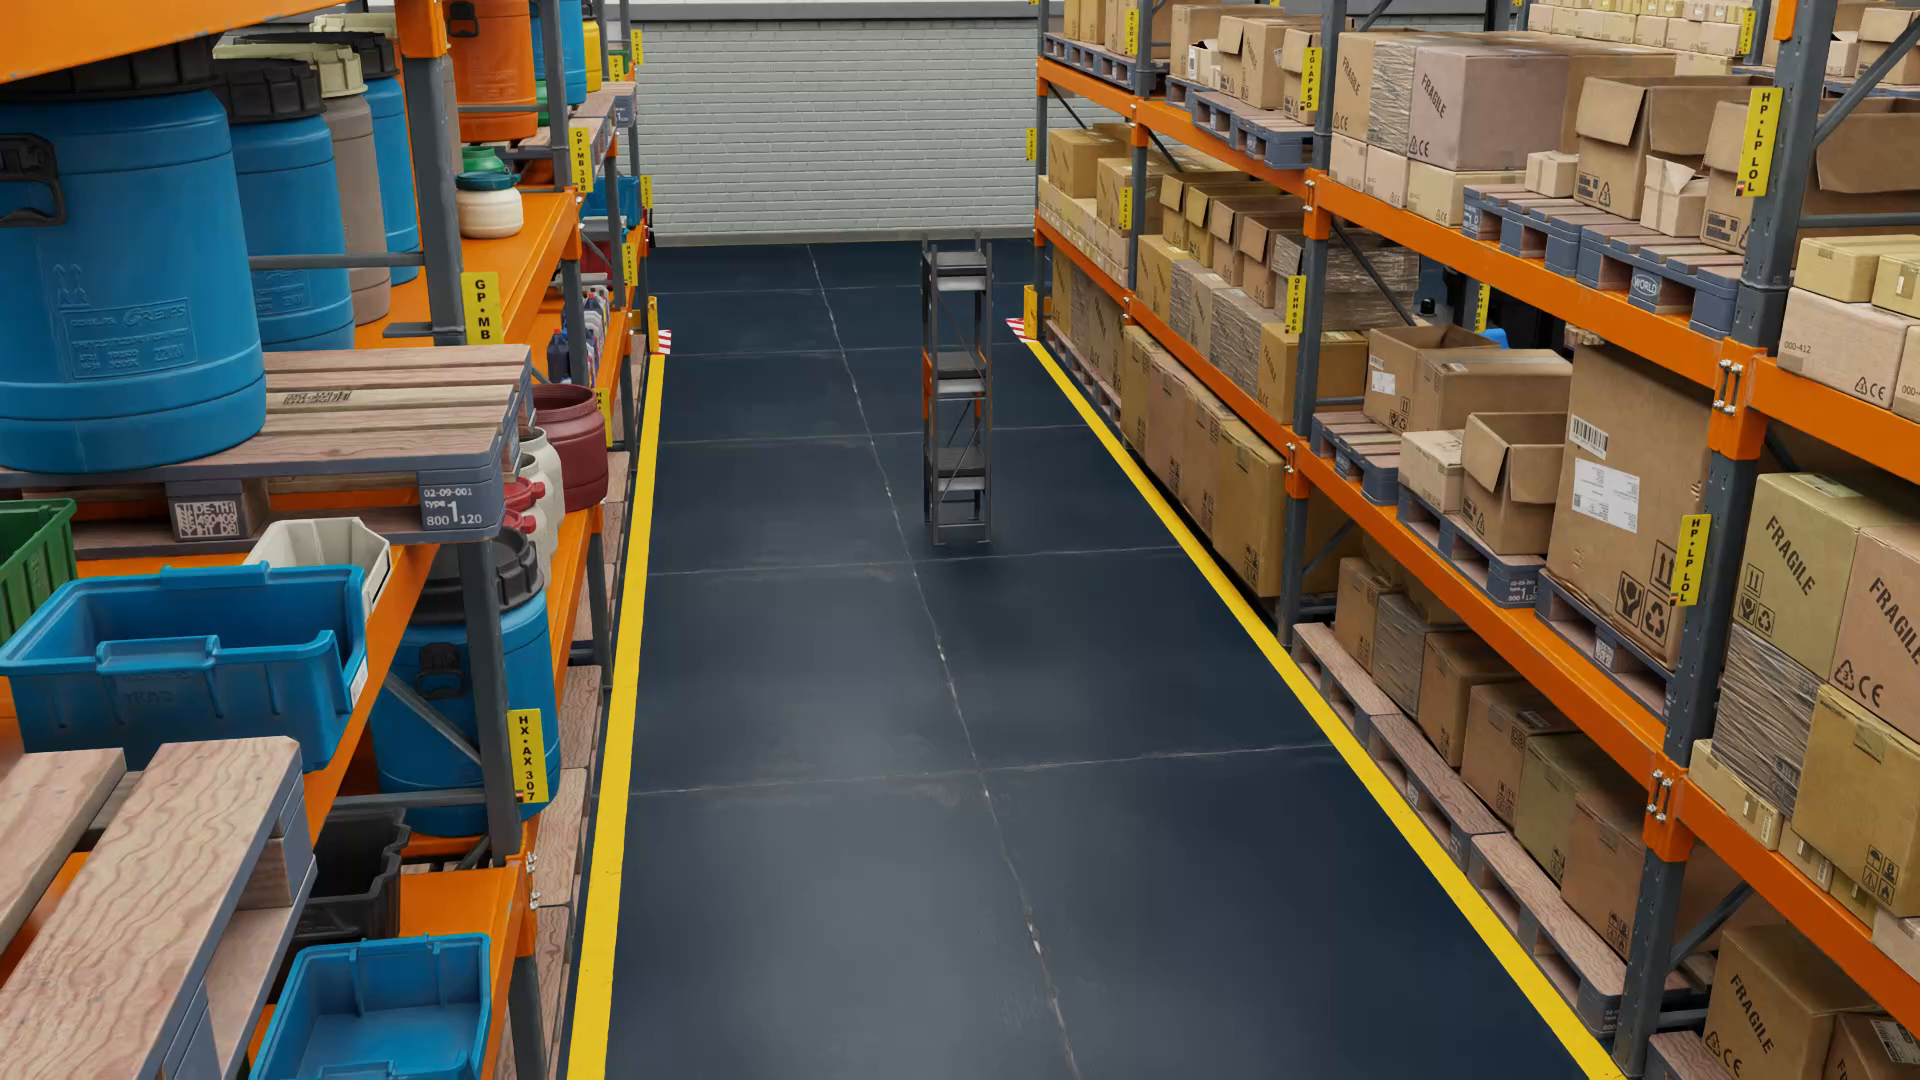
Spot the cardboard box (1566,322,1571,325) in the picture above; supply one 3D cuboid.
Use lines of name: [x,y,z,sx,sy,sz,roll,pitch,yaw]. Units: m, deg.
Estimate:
cardboard box: [6.173,-2.101,16.528,0.380,0.149,0.250,-3,21,-8]

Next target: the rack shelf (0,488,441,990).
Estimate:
rack shelf: [-1.612,0.457,2.946,1.077,0.370,4.000,-3,21,-8]

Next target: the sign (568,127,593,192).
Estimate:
sign: [-1.934,-1.938,8.481,0.100,0.325,0.005,-3,21,-8]

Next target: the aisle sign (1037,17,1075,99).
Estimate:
aisle sign: [0.964,-4.799,16.563,0.394,0.787,0.004,-3,21,-8]

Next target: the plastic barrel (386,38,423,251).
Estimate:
plastic barrel: [-2.479,-1.637,6.910,0.600,0.830,0.708,-3,21,-8]

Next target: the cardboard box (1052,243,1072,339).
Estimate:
cardboard box: [1.442,-2.556,16.708,0.875,0.875,0.875,-3,21,-8]

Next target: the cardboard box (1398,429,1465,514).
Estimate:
cardboard box: [2.438,-0.336,7.944,0.500,0.250,0.500,-4,21,-9]

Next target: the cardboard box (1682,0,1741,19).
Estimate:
cardboard box: [6.409,-4.523,14.181,0.380,0.149,0.250,-2,21,-6]

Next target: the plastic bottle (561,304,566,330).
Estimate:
plastic bottle: [-2.713,-1.541,11.625,0.144,0.351,0.185,-3,21,-8]

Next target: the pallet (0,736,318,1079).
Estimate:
pallet: [-1.346,0.610,1.779,1.003,0.211,1.213,-3,21,-8]

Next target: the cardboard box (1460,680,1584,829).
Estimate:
cardboard box: [2.802,0.975,7.764,0.700,0.500,0.500,-5,21,-12]

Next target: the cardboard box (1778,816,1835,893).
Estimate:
cardboard box: [2.821,0.963,5.210,0.380,0.149,0.250,-3,21,-8]

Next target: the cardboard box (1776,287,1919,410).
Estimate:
cardboard box: [2.812,-0.583,4.918,0.500,0.250,0.500,-4,21,-10]

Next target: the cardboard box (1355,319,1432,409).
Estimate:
cardboard box: [2.623,-1.031,10.046,0.500,0.500,0.500,-2,21,-6]

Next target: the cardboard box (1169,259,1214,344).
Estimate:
cardboard box: [1.812,-1.714,11.876,0.500,0.500,0.500,-3,21,-9]

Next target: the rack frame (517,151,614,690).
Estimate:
rack frame: [-2.477,-0.552,8.907,1.000,3.000,0.127,-3,21,-8]

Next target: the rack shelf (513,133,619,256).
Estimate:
rack shelf: [-2.765,-2.313,10.362,1.077,0.370,4.000,-3,21,-8]

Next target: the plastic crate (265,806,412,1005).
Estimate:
plastic crate: [-1.951,1.050,4.707,0.767,0.338,0.504,-3,21,-8]

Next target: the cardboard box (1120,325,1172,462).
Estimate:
cardboard box: [1.960,-1.168,12.992,1.225,0.875,0.875,-3,21,-8]

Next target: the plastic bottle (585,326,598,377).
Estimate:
plastic bottle: [-2.439,-1.231,10.795,0.144,0.351,0.185,-3,21,-8]

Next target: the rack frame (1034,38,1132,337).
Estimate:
rack frame: [1.271,-3.572,16.992,1.000,3.000,0.127,-3,21,-8]

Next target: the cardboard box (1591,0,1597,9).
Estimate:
cardboard box: [6.177,-5.064,15.631,0.380,0.149,0.250,-2,21,-6]

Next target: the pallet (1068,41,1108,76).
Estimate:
pallet: [1.567,-4.256,14.663,1.003,0.211,1.213,-3,21,-8]

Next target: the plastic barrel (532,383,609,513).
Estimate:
plastic barrel: [-2.110,-0.470,8.494,0.600,0.536,0.708,-3,21,-8]

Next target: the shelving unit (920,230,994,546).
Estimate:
shelving unit: [-0.024,-1.041,11.502,0.431,2.100,0.503,-3,21,-8]

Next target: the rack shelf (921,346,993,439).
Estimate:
rack shelf: [-0.024,-1.028,11.507,0.431,0.518,0.480,-3,21,-8]

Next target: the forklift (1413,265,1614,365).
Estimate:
forklift: [4.852,-2.257,13.571,3.031,2.935,1.130,-5,21,-14]

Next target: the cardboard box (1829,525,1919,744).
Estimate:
cardboard box: [2.888,0.270,4.709,0.500,0.500,0.500,-3,21,-8]

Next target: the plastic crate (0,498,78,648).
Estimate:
plastic crate: [-1.942,0.087,3.212,0.336,0.188,0.450,-3,21,-8]

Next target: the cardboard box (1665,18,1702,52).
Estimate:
cardboard box: [6.389,-4.299,14.152,0.500,0.250,0.500,-4,21,-10]

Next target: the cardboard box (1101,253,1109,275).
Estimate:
cardboard box: [1.405,-2.336,14.043,0.380,0.149,0.250,-3,21,-9]

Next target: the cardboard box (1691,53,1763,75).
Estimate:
cardboard box: [6.432,-3.893,13.780,0.500,0.250,0.500,-2,21,-6]

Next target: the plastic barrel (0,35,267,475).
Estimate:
plastic barrel: [-1.863,-0.654,3.576,0.600,0.901,0.708,-3,21,-8]

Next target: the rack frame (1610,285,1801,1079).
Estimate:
rack frame: [3.001,0.583,5.868,1.000,3.000,0.127,-3,21,-8]

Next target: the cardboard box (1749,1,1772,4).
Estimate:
cardboard box: [6.870,-4.451,13.988,0.380,0.149,0.250,-3,21,-8]

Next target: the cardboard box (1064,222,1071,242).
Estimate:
cardboard box: [1.183,-2.869,15.471,0.380,0.149,0.250,-3,21,-8]

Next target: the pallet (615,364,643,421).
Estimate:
pallet: [-3.377,-1.307,14.913,1.003,0.211,1.213,-3,21,-8]

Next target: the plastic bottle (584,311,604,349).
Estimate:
plastic bottle: [-2.552,-1.458,11.509,0.152,0.276,0.135,-3,21,-8]

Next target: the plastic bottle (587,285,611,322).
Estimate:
plastic bottle: [-2.677,-1.759,12.315,0.152,0.276,0.135,-3,21,-8]

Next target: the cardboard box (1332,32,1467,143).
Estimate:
cardboard box: [2.237,-2.312,8.476,0.500,0.500,0.500,-3,21,-7]

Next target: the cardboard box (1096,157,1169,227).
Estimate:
cardboard box: [1.449,-2.927,13.982,0.500,0.500,0.500,-3,21,-7]

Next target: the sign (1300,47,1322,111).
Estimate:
sign: [1.874,-2.461,8.879,0.100,0.325,0.005,-3,21,-8]

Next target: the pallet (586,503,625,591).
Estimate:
pallet: [-2.805,0.062,11.249,1.003,0.211,1.213,-3,21,-8]

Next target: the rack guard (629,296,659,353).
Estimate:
rack guard: [-3.647,-2.159,16.781,1.175,0.500,0.348,-3,21,-8]

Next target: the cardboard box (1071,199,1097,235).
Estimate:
cardboard box: [1.304,-2.927,15.055,0.500,0.250,0.500,-3,21,-9]

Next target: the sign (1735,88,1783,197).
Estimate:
sign: [2.452,-1.220,5.105,0.100,0.325,0.005,-3,21,-8]

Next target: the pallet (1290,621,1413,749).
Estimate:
pallet: [2.535,0.775,9.339,1.003,0.211,1.213,-3,21,-8]

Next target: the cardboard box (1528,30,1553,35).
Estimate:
cardboard box: [6.005,-4.953,16.619,0.500,0.250,0.500,-2,21,-6]

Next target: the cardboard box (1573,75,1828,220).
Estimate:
cardboard box: [2.894,-1.561,6.574,0.797,0.503,0.637,-2,21,-6]

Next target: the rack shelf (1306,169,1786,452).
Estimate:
rack shelf: [2.712,-1.178,7.323,1.077,0.370,4.000,-3,21,-8]

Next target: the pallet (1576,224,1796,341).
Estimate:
pallet: [3.017,-0.953,5.963,1.213,0.211,1.003,-3,21,-8]

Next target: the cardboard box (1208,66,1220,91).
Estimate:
cardboard box: [1.914,-3.148,11.329,0.380,0.149,0.250,-4,21,-10]

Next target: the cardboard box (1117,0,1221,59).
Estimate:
cardboard box: [1.675,-4.150,13.368,0.700,0.500,0.500,-4,21,-11]

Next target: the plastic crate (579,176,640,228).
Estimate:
plastic crate: [-3.397,-3.260,16.021,0.616,0.435,0.499,-3,21,-8]
